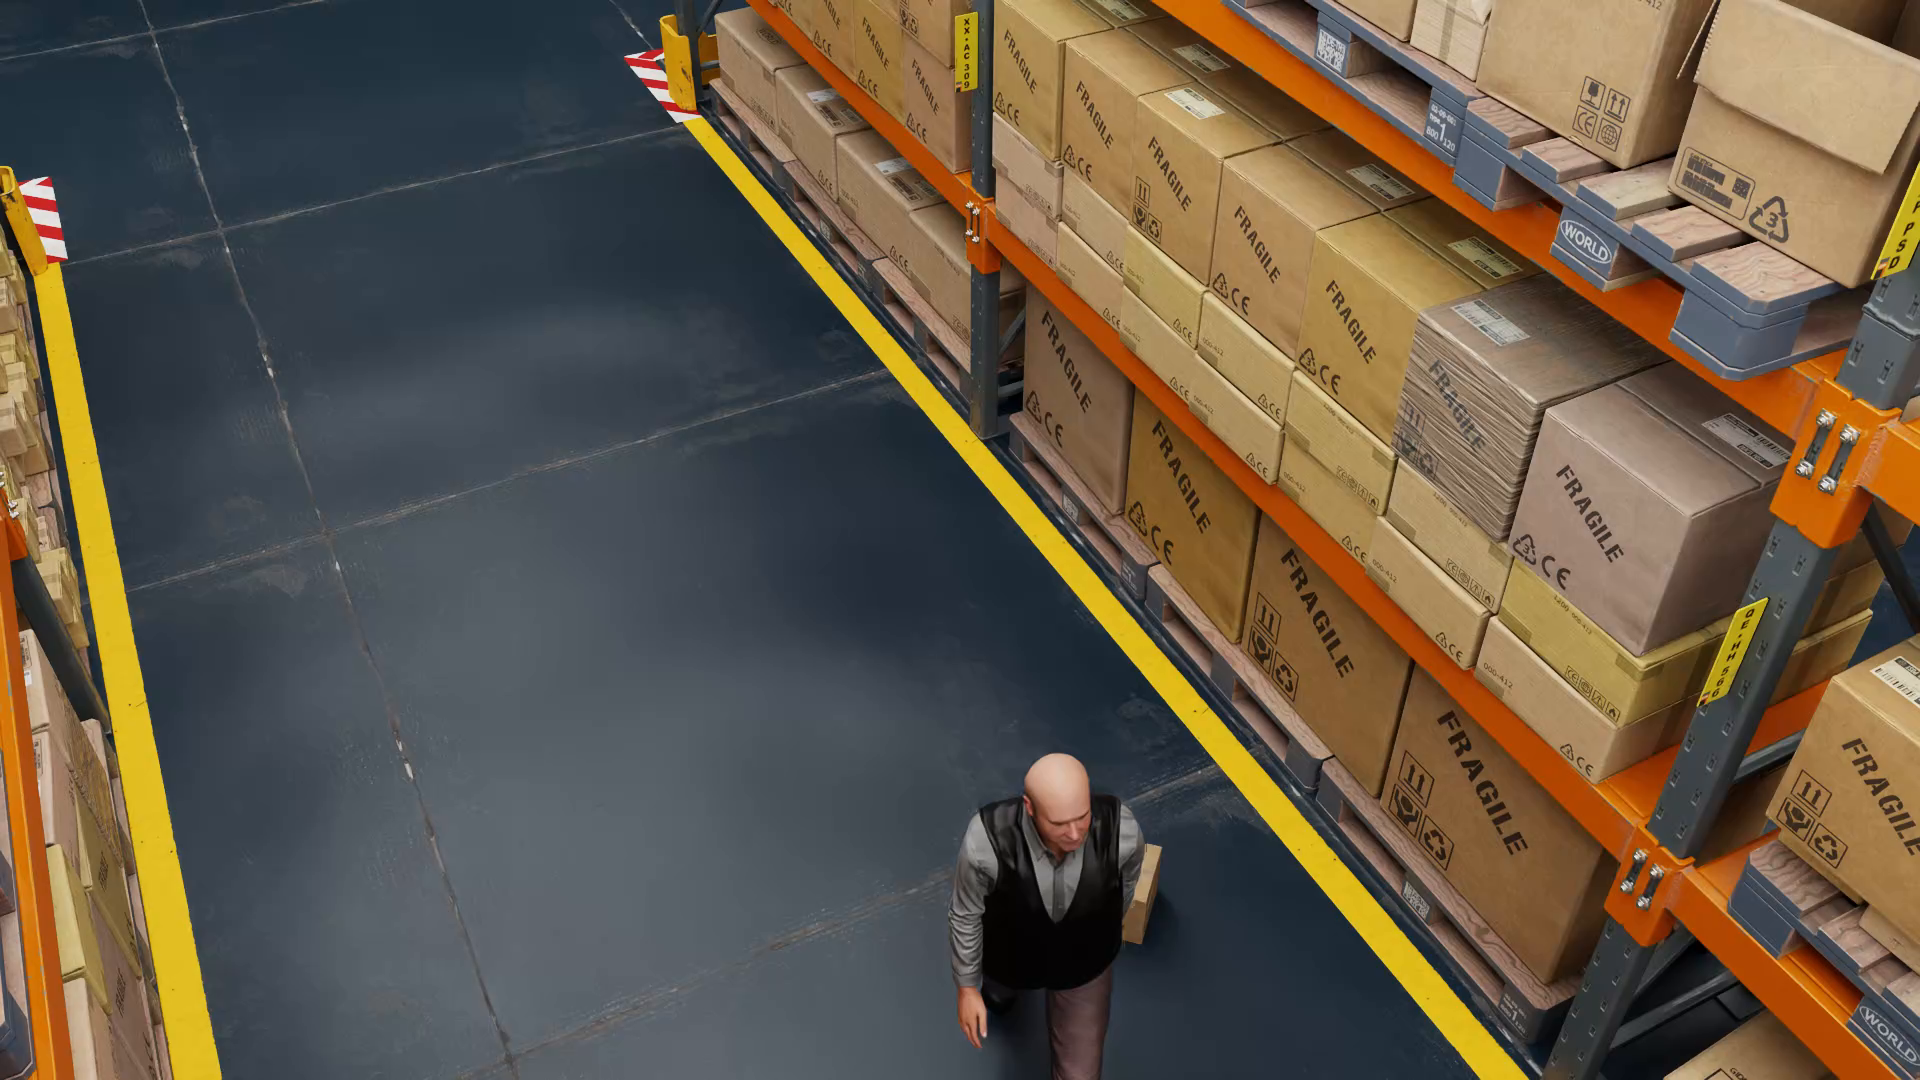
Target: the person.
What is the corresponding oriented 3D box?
[{"bbox_3d":[0.240,1.174,4.831,0.547,1.669,1.099,1,41,1],"label":"person"}]
